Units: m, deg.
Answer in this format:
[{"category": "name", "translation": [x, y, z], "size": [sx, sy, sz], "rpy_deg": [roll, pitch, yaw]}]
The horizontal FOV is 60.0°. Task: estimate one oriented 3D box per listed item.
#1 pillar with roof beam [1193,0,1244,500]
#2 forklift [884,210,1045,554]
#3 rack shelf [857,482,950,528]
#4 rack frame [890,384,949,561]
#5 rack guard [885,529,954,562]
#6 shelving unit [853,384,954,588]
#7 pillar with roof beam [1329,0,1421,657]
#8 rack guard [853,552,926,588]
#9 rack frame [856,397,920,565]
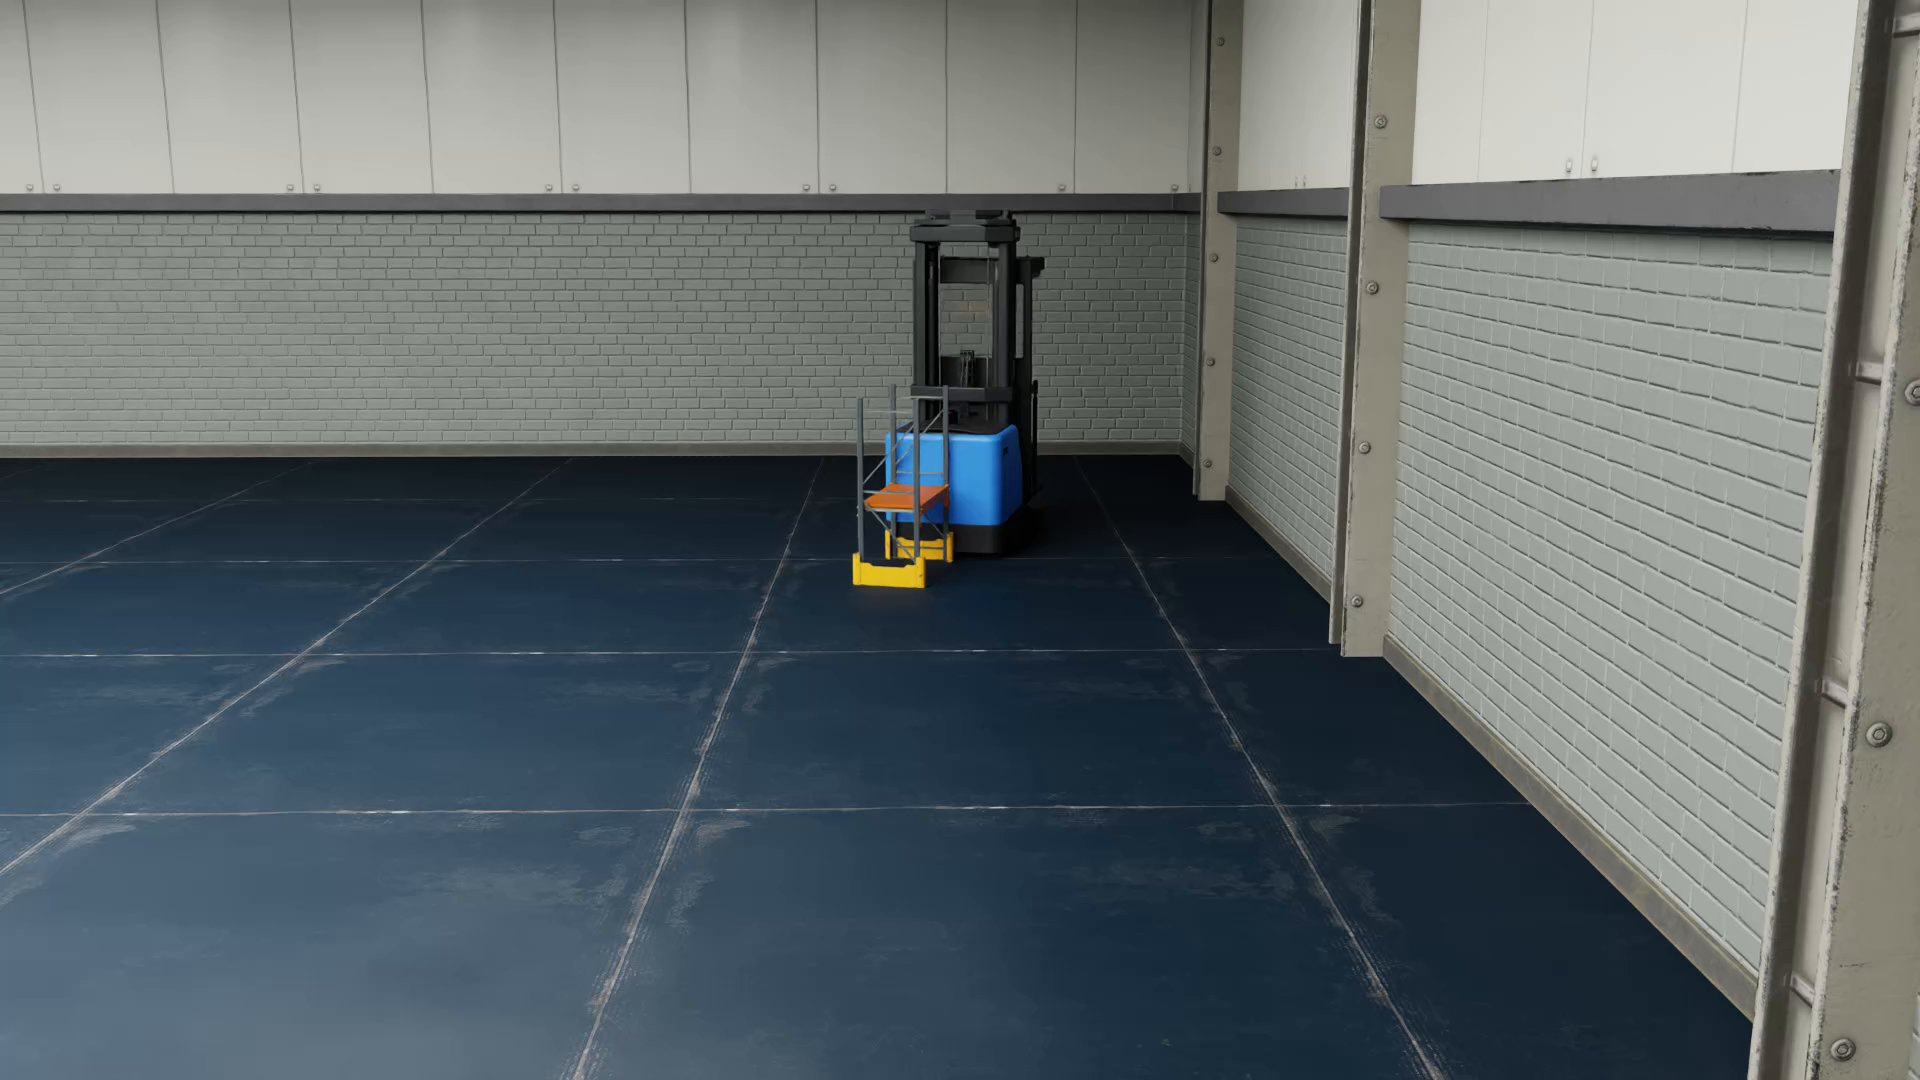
[{"category": "pillar with roof beam", "translation": [-1.704, -4.840, 16.284], "size": [9.100, 9.000, 0.400], "rpy_deg": [0, 11, -1]}, {"category": "forklift", "translation": [0.166, -1.564, 15.394], "size": [1.130, 2.935, 3.031], "rpy_deg": [3, 12, 12]}, {"category": "rack shelf", "translation": [-0.452, -0.293, 13.636], "size": [0.538, 0.185, 1.000], "rpy_deg": [3, 12, 12]}, {"category": "rack frame", "translation": [-0.342, -0.568, 14.087], "size": [0.500, 1.500, 0.032], "rpy_deg": [3, 12, 12]}, {"category": "rack guard", "translation": [-0.346, 0.048, 14.193], "size": [0.587, 0.250, 0.087], "rpy_deg": [3, 12, 12]}, {"category": "shelving unit", "translation": [-0.454, -0.468, 13.592], "size": [0.587, 1.500, 1.083], "rpy_deg": [3, 12, 12]}, {"category": "pillar with roof beam", "translation": [-1.580, -3.647, 10.405], "size": [9.100, 9.000, 0.400], "rpy_deg": [0, 11, -1]}, {"category": "rack guard", "translation": [-0.562, 0.242, 13.240], "size": [0.587, 0.250, 0.087], "rpy_deg": [3, 12, 12]}, {"category": "rack frame", "translation": [-0.562, -0.371, 13.114], "size": [0.500, 1.500, 0.032], "rpy_deg": [3, 12, 12]}]
